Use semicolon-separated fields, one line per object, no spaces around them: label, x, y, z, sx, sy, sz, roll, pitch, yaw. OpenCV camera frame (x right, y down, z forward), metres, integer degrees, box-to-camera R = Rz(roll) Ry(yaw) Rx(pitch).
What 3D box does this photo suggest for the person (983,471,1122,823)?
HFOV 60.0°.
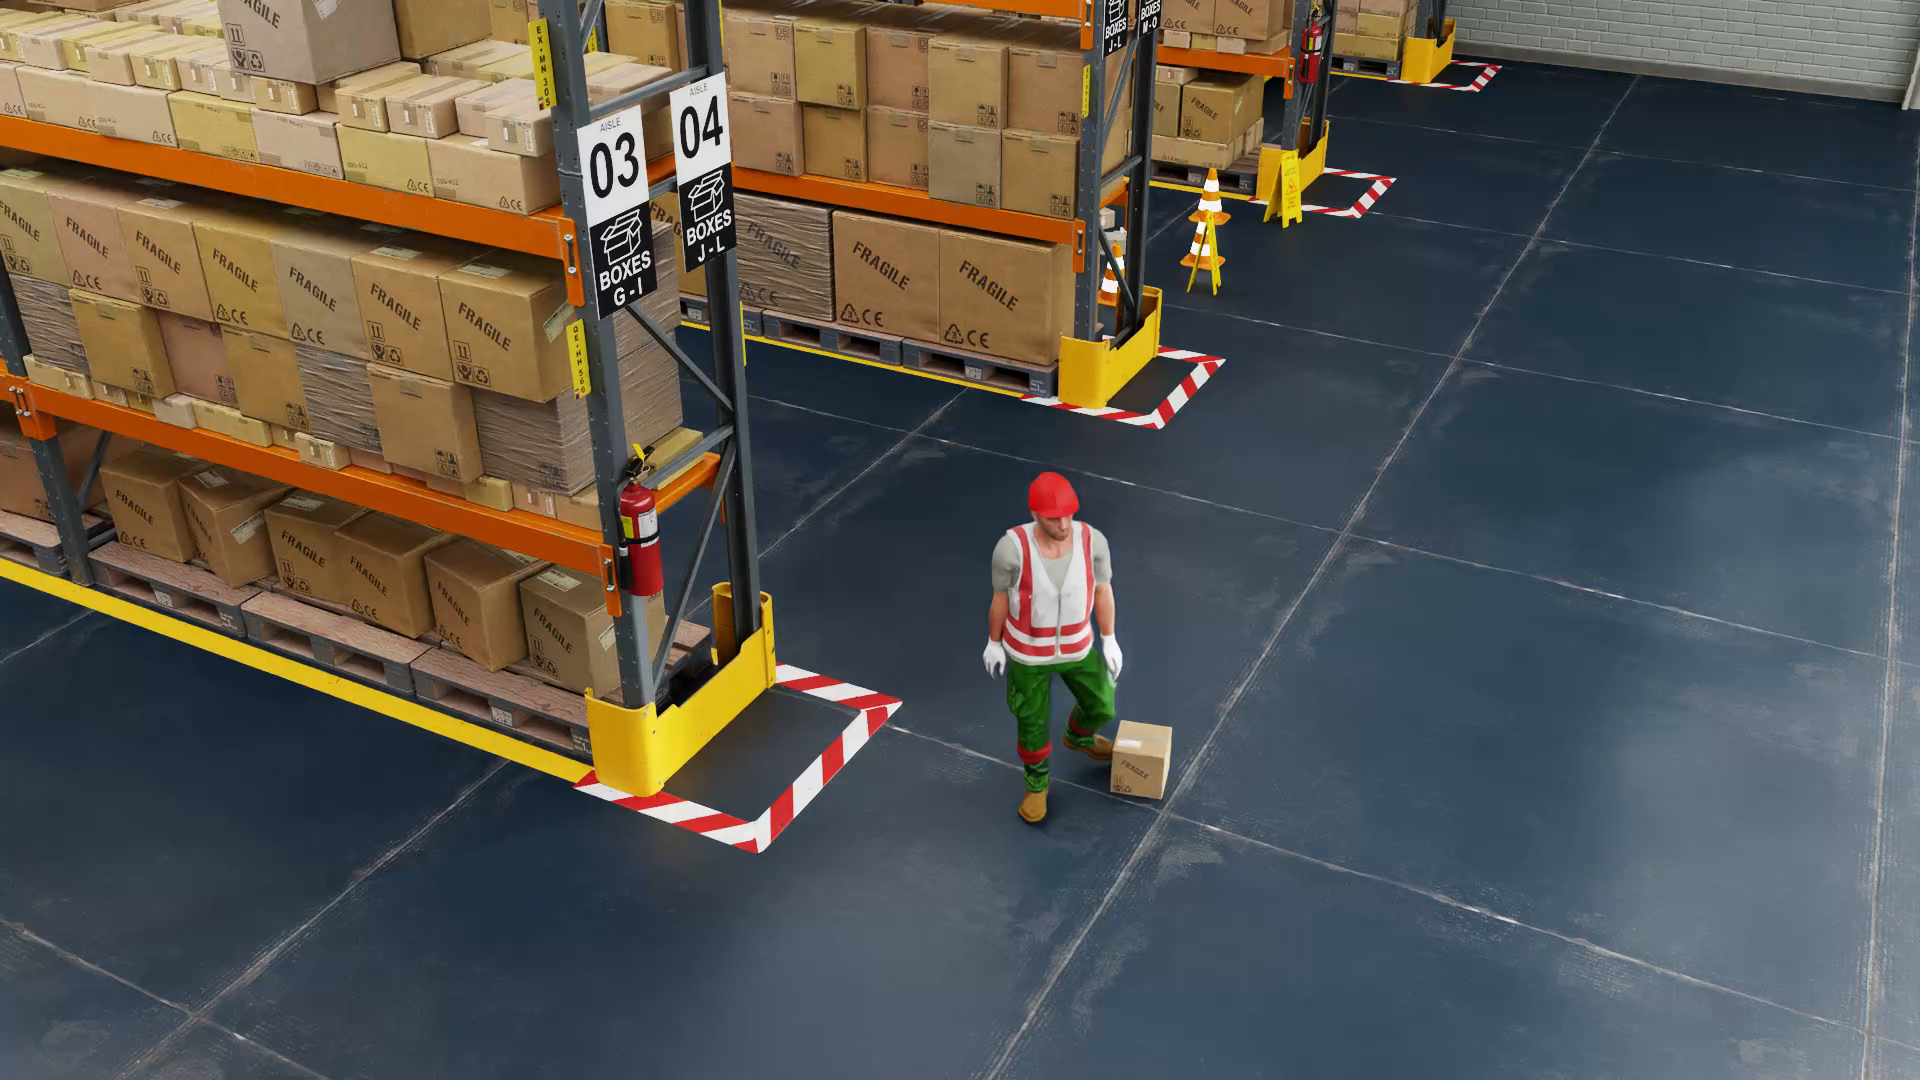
person;0.461;0.435;7.498;0.725;1.779;0.542;-7;31;-12
